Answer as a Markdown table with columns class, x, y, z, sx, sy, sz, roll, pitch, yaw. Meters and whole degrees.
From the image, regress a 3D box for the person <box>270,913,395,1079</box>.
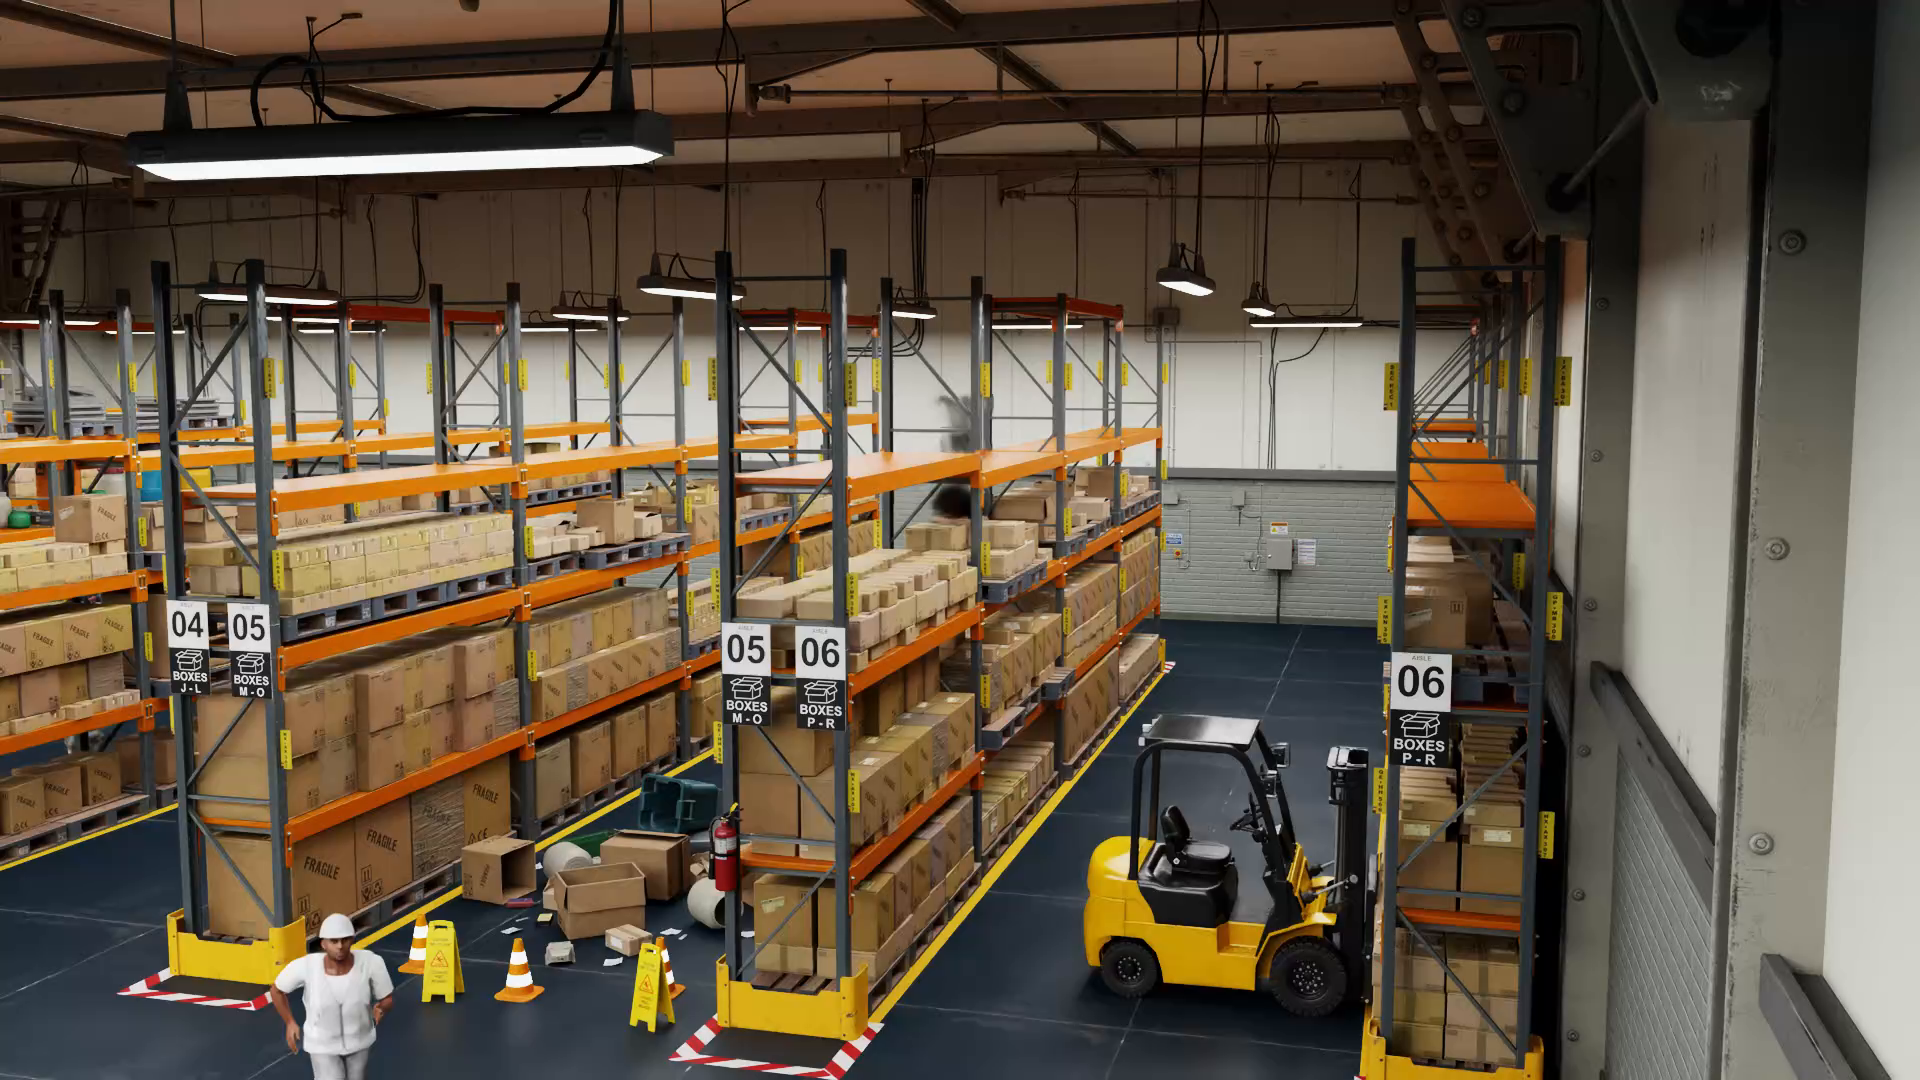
| class | x | y | z | sx | sy | sz | roll | pitch | yaw |
| --- | --- | --- | --- | --- | --- | --- | --- | --- | --- |
| person | -3.893 | 3.211 | 10.410 | 0.696 | 1.806 | 0.794 | -4 | 7 | -31 |

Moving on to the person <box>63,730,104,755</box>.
| class | x | y | z | sx | sy | sz | roll | pitch | yaw |
| --- | --- | --- | --- | --- | --- | --- | --- | --- | --- |
| person | -10.987 | 2.132 | 20.804 | 0.671 | 1.755 | 0.821 | 1 | 6 | 8 |
